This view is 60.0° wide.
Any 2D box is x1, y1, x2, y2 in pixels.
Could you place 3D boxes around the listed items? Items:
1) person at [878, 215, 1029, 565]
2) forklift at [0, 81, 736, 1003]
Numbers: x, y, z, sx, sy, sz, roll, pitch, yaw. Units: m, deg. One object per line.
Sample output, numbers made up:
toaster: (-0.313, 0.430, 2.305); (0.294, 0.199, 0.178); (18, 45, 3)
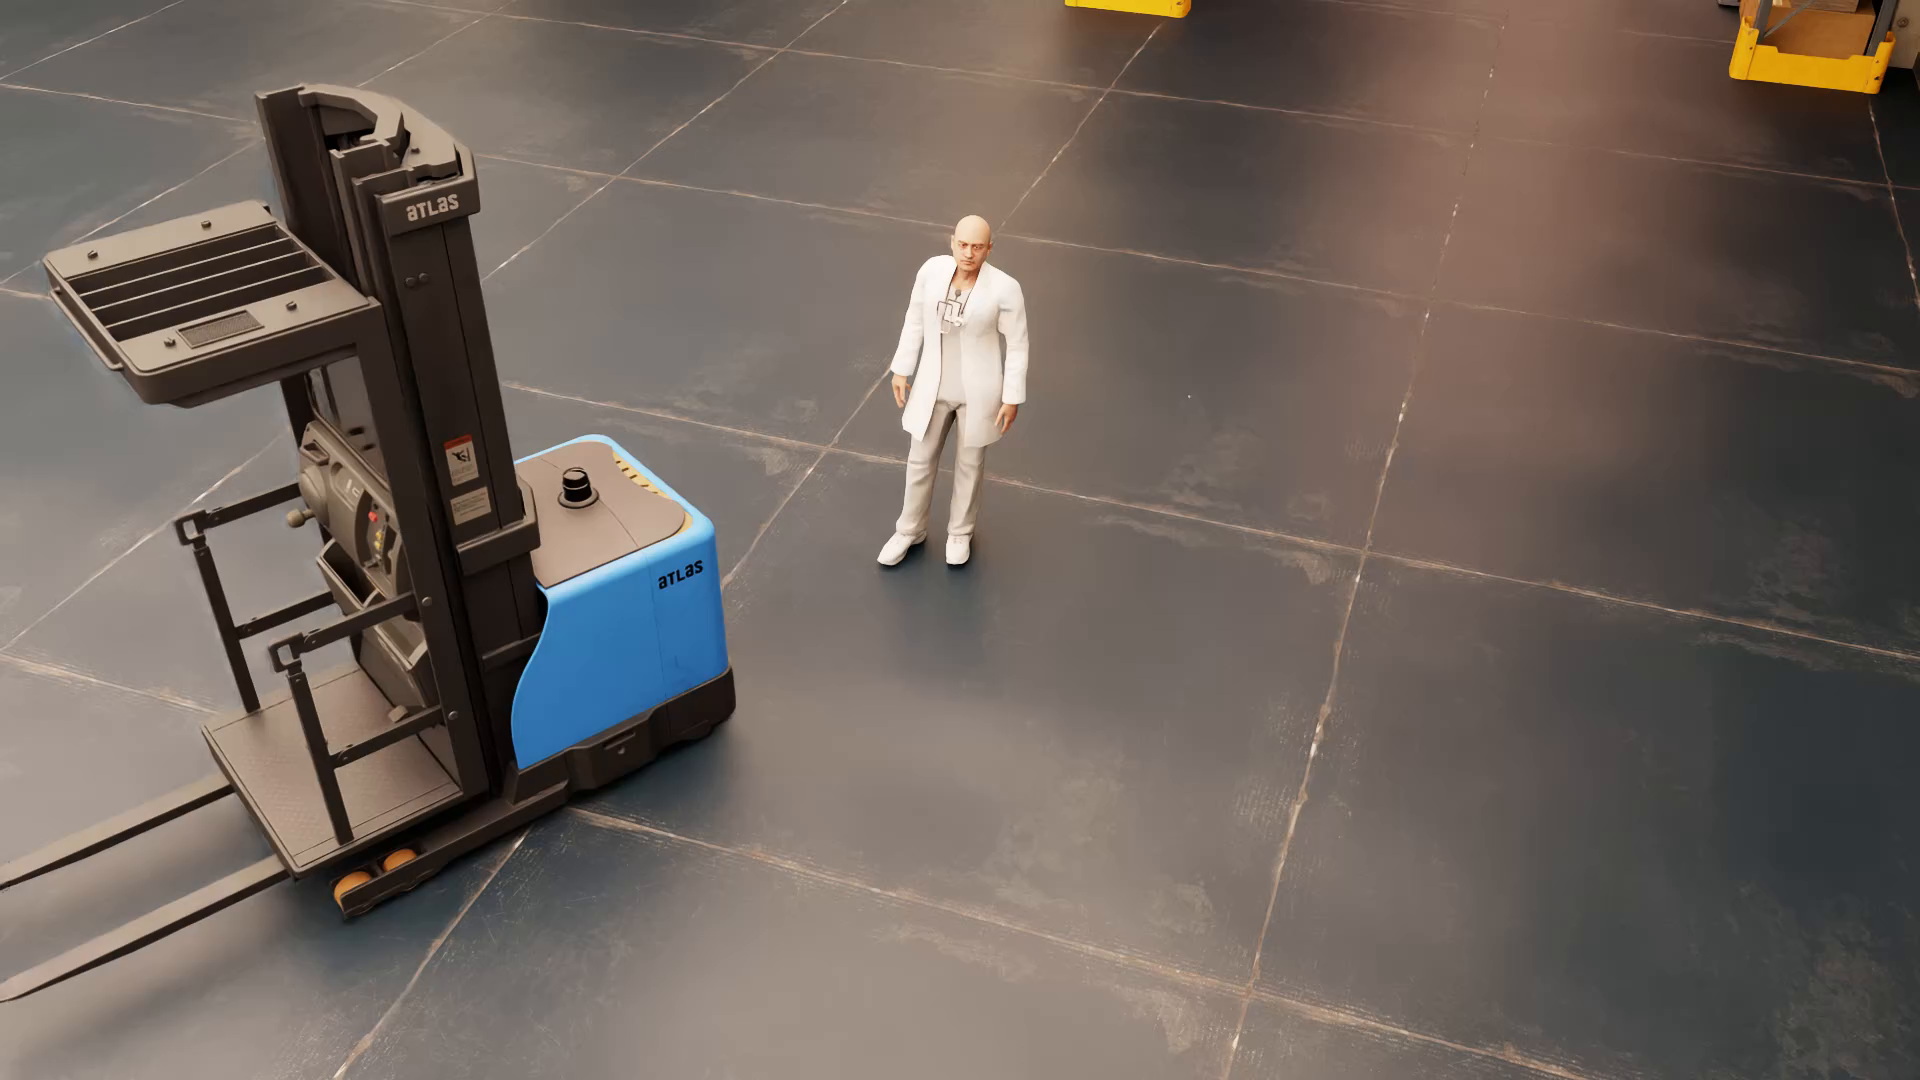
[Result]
person: (-0.034, -0.683, 8.059); (0.696, 1.775, 0.581); (12, 37, 16)
forklift: (-2.469, -0.065, 6.203); (3.031, 2.935, 1.130); (-25, 42, -31)
